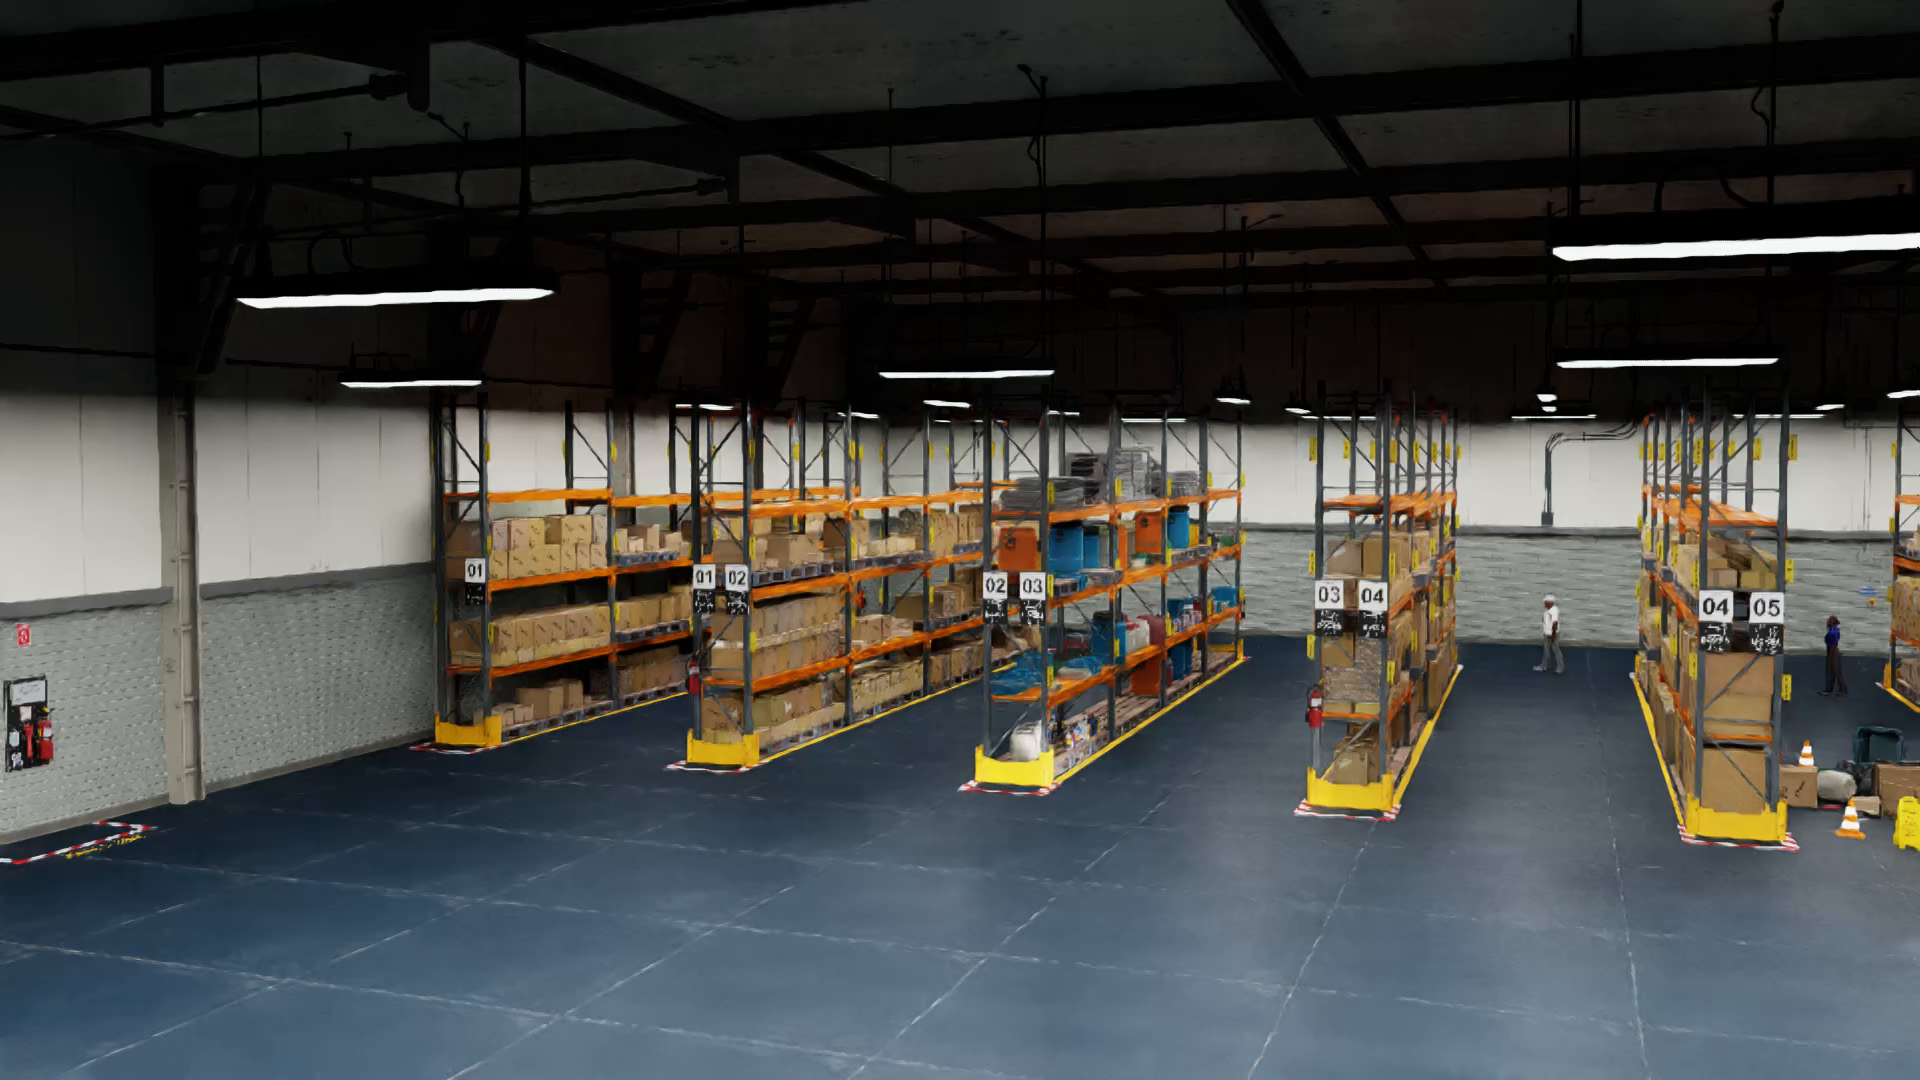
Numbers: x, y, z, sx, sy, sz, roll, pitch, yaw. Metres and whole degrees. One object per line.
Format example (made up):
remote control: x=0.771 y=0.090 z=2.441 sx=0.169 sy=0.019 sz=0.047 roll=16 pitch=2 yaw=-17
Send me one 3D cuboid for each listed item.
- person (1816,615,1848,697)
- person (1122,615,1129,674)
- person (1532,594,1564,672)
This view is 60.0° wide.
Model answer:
person: x=17.875 y=2.357 z=34.056 sx=0.561 sy=1.645 sz=0.663 roll=1 pitch=3 yaw=25
person: x=3.477 y=2.195 z=36.832 sx=0.544 sy=1.641 sz=1.109 roll=1 pitch=3 yaw=24
person: x=13.368 y=2.113 z=37.745 sx=0.624 sy=1.767 sz=0.687 roll=0 pitch=3 yaw=5
